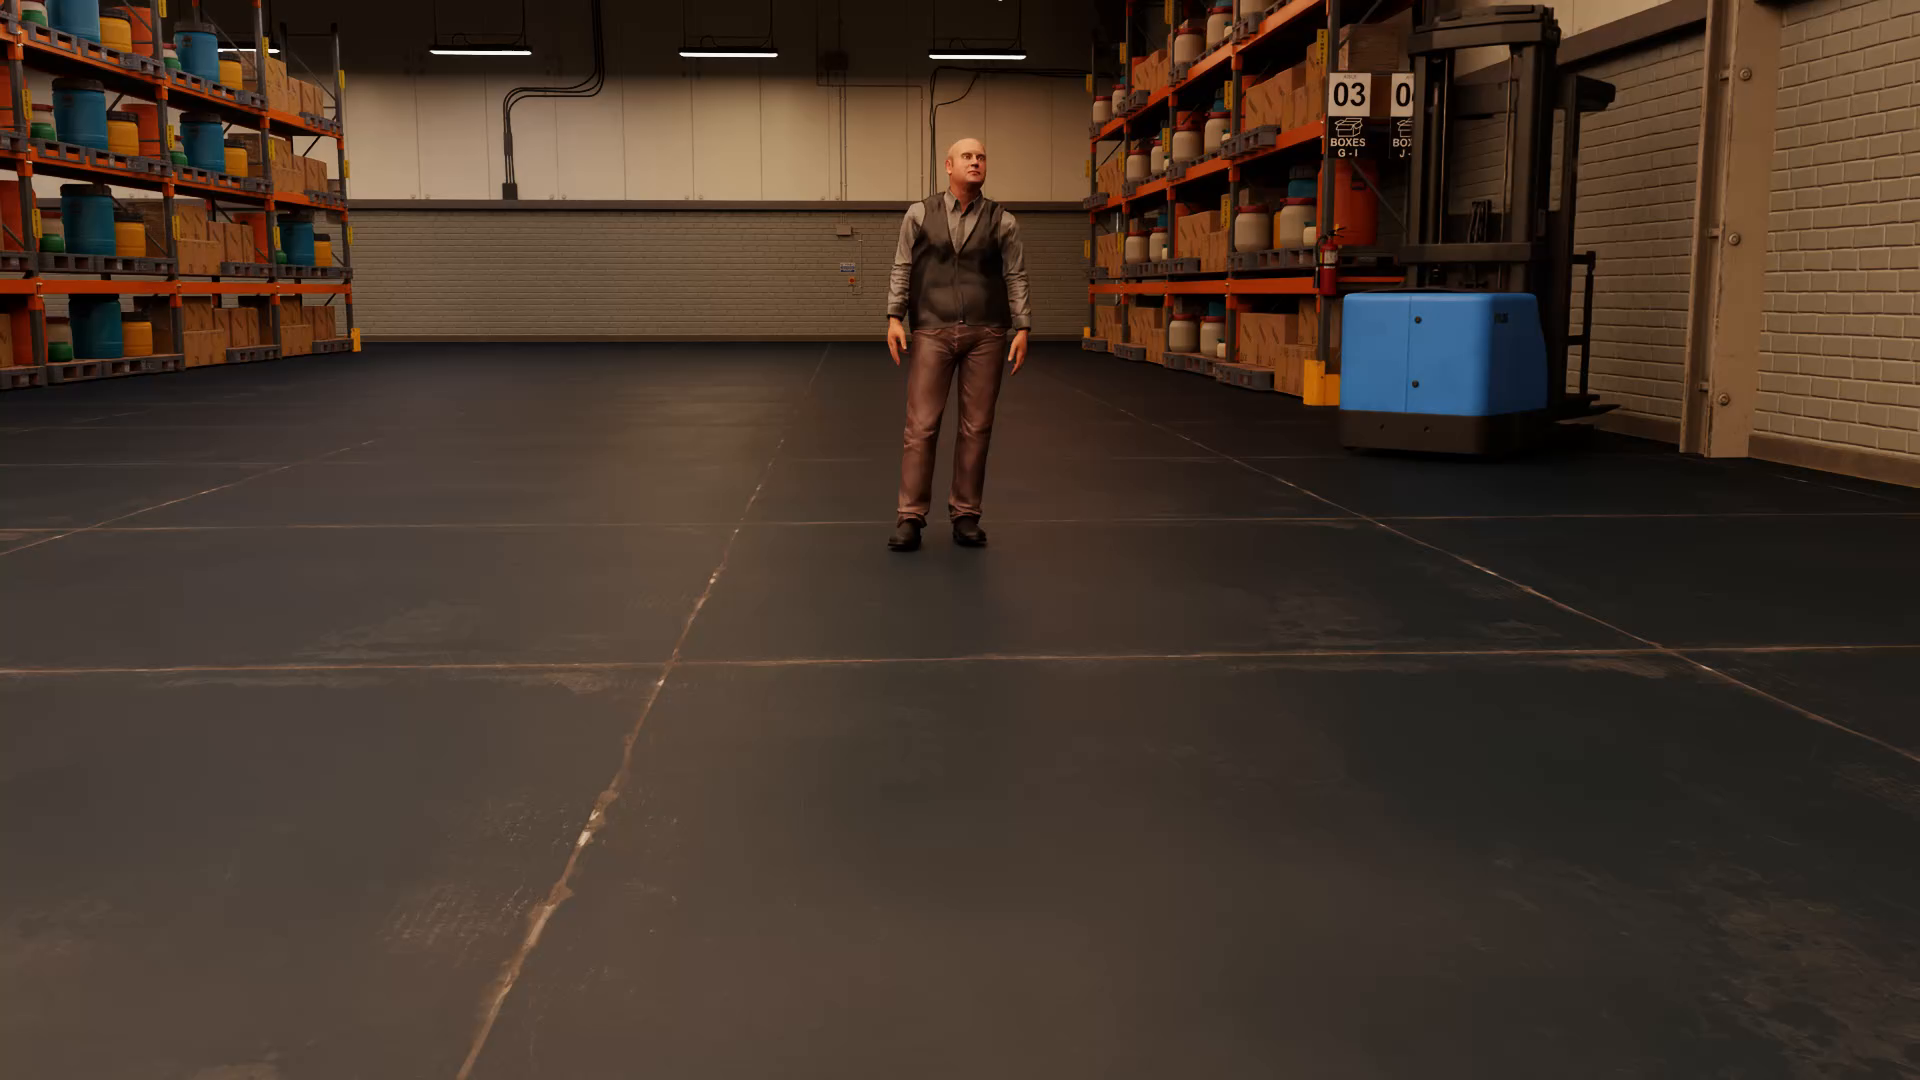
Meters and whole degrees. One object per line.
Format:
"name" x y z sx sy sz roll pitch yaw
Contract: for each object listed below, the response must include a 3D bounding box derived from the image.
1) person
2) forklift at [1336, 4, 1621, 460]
"person" -0.004 -0.848 7.113 0.632 1.720 0.552 -1 8 -4
"forklift" 3.838 -2.127 11.656 1.130 2.935 3.031 7 11 40
